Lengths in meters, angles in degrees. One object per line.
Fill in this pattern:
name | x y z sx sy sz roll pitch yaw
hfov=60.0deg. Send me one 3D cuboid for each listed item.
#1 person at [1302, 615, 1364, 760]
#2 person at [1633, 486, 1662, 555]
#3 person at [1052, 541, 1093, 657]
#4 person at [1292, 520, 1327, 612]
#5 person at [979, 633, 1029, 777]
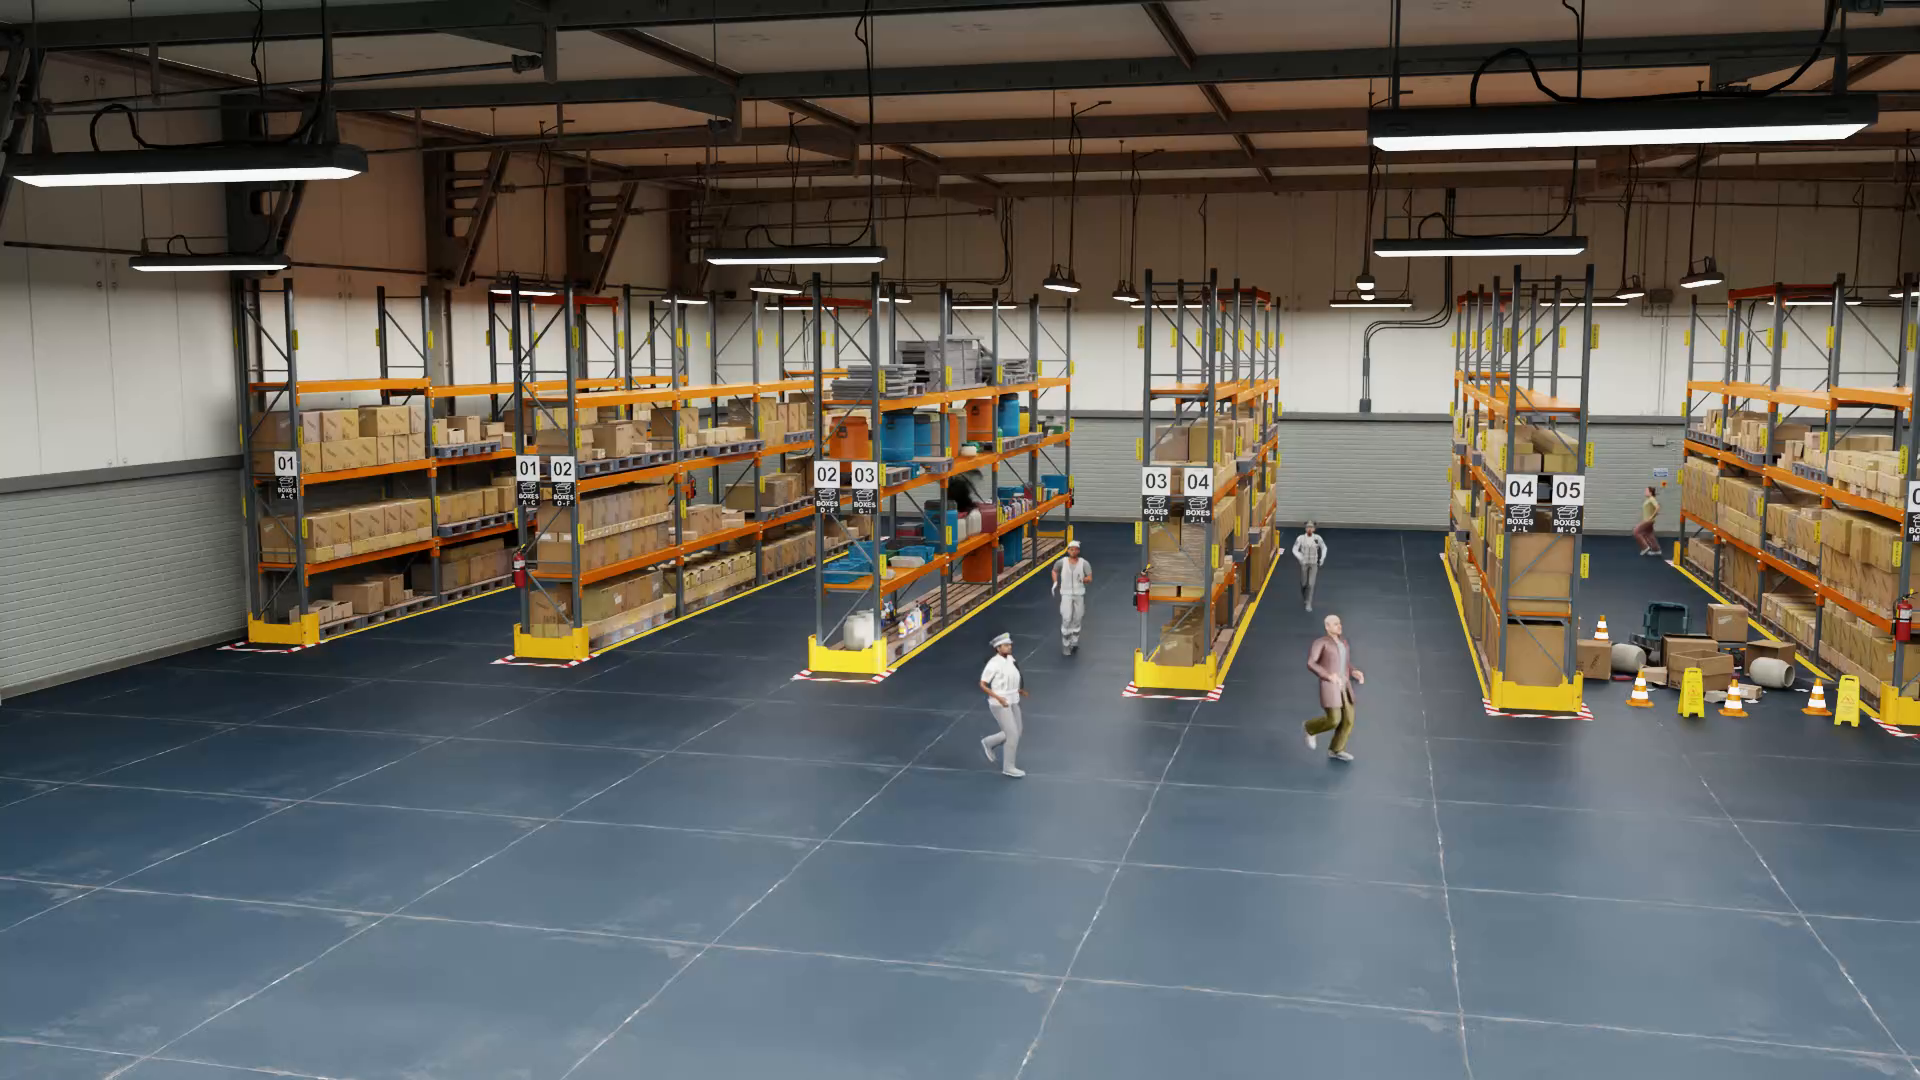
person | 4.462 1.755 19.969 0.713 1.727 0.707 -5 8 -35
person | 15.957 -0.434 38.558 0.643 1.641 0.631 3 7 24
person | 1.796 0.927 26.634 0.643 1.846 0.774 0 7 -1
person | 6.533 0.457 31.082 0.642 1.697 0.736 1 7 11
person | 0.482 1.883 19.220 0.658 1.654 0.579 5 9 37
